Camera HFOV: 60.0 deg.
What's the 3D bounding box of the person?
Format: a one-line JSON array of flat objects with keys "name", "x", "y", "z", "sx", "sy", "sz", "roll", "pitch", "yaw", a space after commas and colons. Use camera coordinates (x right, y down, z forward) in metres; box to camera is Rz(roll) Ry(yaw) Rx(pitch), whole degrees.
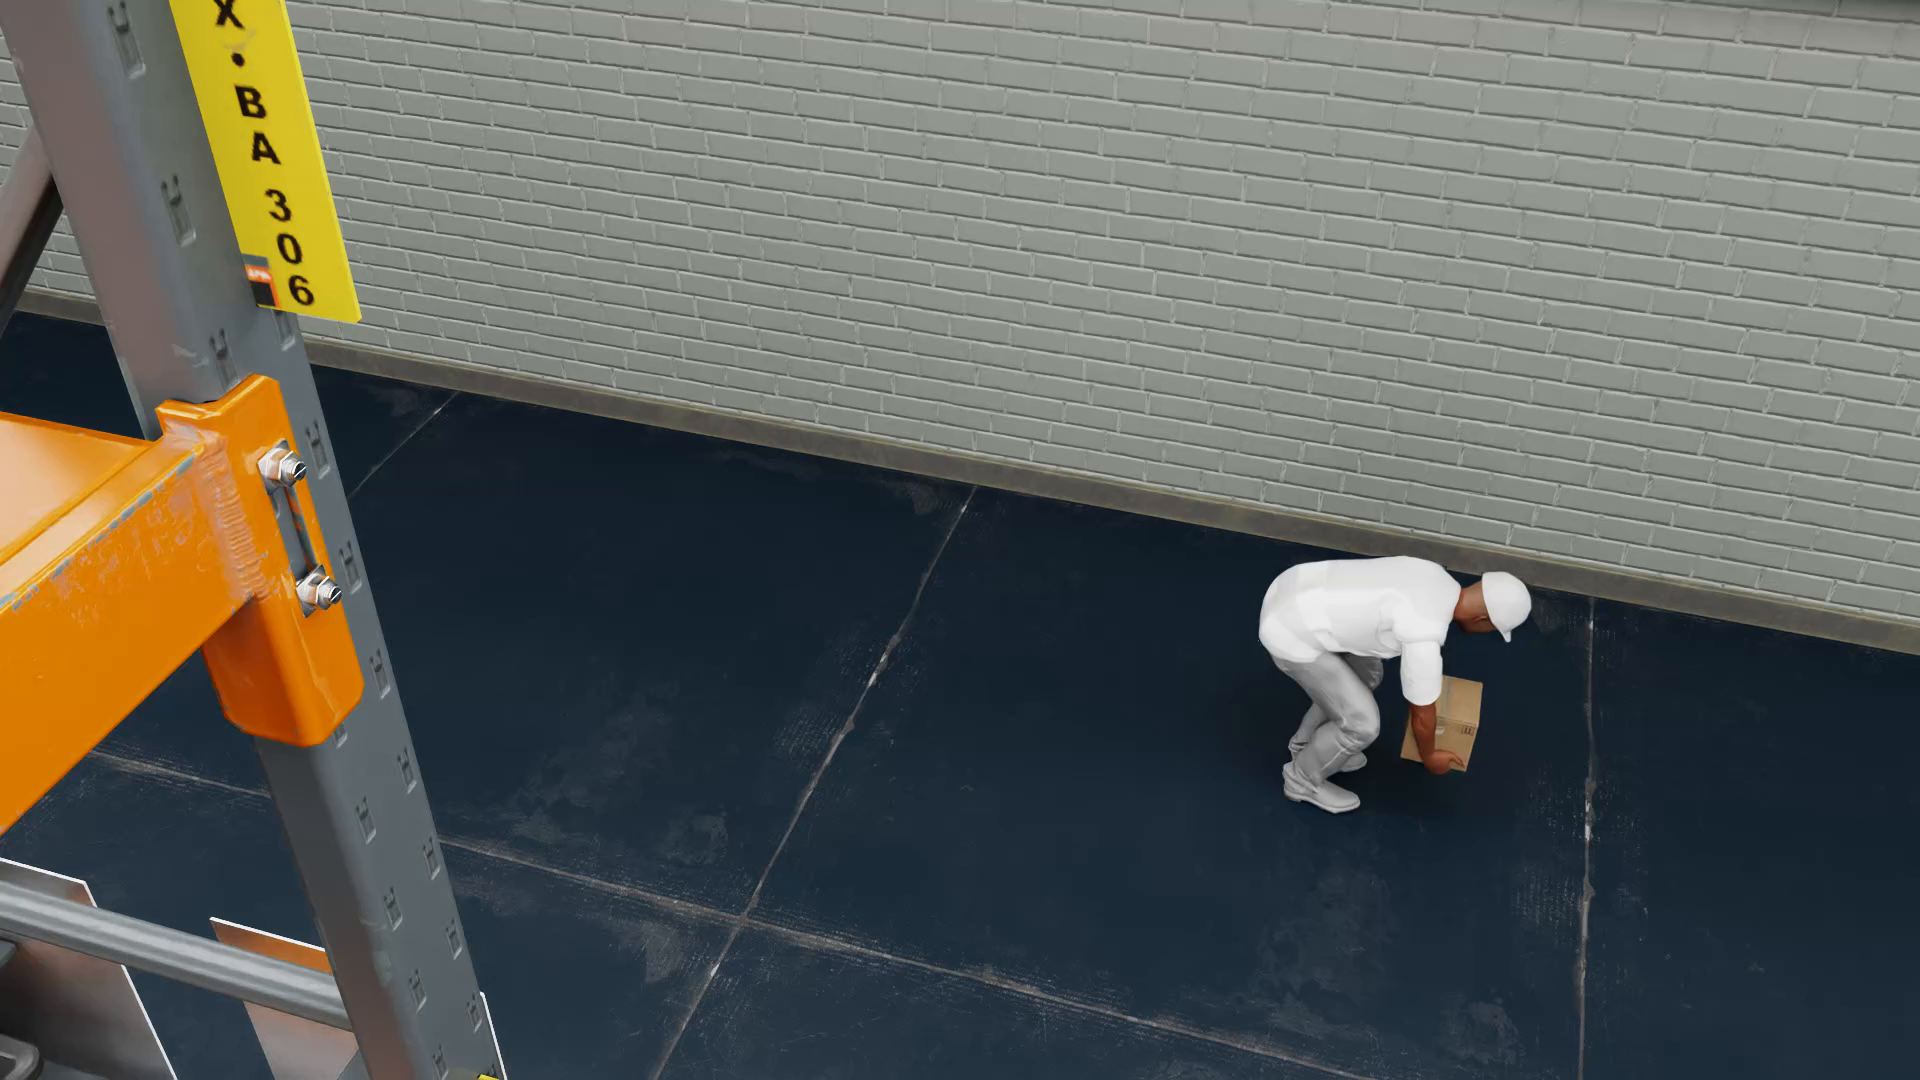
[{"name": "person", "x": 1.620, "y": 0.534, "z": 6.434, "sx": 0.959, "sy": 1.144, "sz": 0.504, "roll": 9, "pitch": 38, "yaw": 12}]
